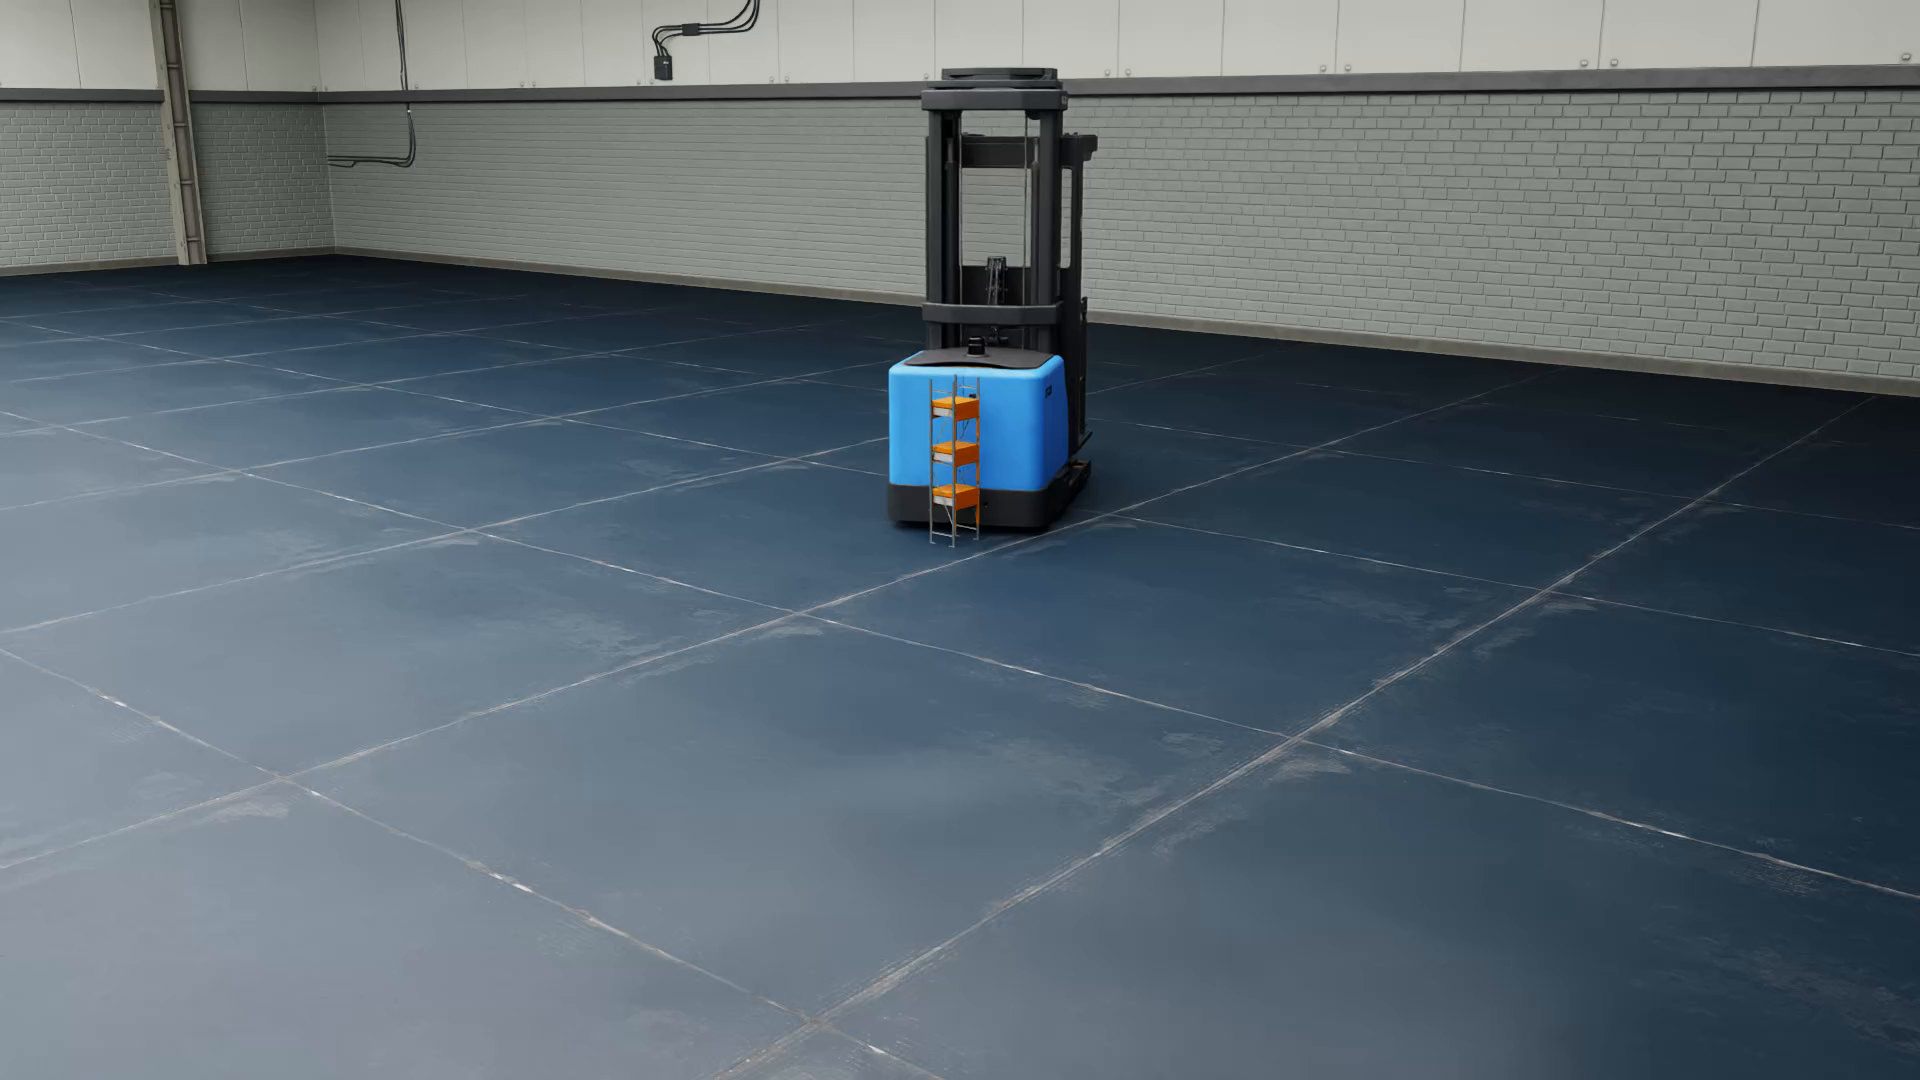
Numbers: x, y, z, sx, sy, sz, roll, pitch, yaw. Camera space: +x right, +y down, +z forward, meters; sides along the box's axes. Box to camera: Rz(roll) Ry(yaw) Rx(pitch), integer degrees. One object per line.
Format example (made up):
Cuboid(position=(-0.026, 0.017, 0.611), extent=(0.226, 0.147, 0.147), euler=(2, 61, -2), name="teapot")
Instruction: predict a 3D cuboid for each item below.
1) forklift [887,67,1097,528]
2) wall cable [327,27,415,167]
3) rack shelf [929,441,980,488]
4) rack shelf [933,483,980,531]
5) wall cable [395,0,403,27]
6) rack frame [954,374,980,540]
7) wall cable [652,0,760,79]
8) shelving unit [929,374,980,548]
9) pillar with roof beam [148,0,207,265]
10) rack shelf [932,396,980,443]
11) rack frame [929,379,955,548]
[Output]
Cuboid(position=(0.356, -1.817, 11.821), extent=(1.130, 2.935, 3.031), euler=(3, 15, 13), name="forklift")
Cuboid(position=(-11.260, -8.304, 31.341), extent=(3.097, 2.526, 0.112), euler=(11, 18, 38), name="wall cable")
Cuboid(position=(-0.034, -0.488, 10.456), extent=(0.215, 0.259, 0.240), euler=(11, 18, 38), name="rack shelf")
Cuboid(position=(-0.034, -0.219, 10.524), extent=(0.215, 0.259, 0.240), euler=(11, 18, 38), name="rack shelf")
Cuboid(position=(-9.156, -10.333, 29.071), extent=(3.097, 2.526, 0.112), euler=(11, 18, 38), name="wall cable")
Cuboid(position=(0.043, -0.522, 10.545), extent=(0.200, 1.050, 0.008), euler=(11, 18, 38), name="rack frame")
Cuboid(position=(-3.886, -9.985, 24.745), extent=(2.305, 6.003, 0.169), euler=(11, 18, 38), name="wall cable")
Cuboid(position=(-0.034, -0.499, 10.453), extent=(0.215, 1.050, 0.252), euler=(11, 18, 38), name="shelving unit")
Cuboid(position=(-10.791, -8.783, 26.921), extent=(9.100, 9.000, 0.400), euler=(11, 18, 38), name="pillar with roof beam")
Cuboid(position=(-0.034, -0.763, 10.386), extent=(0.215, 0.259, 0.240), euler=(11, 18, 38), name="rack shelf")
Cuboid(position=(-0.110, -0.475, 10.361), extent=(0.200, 1.050, 0.008), euler=(11, 18, 38), name="rack frame")
